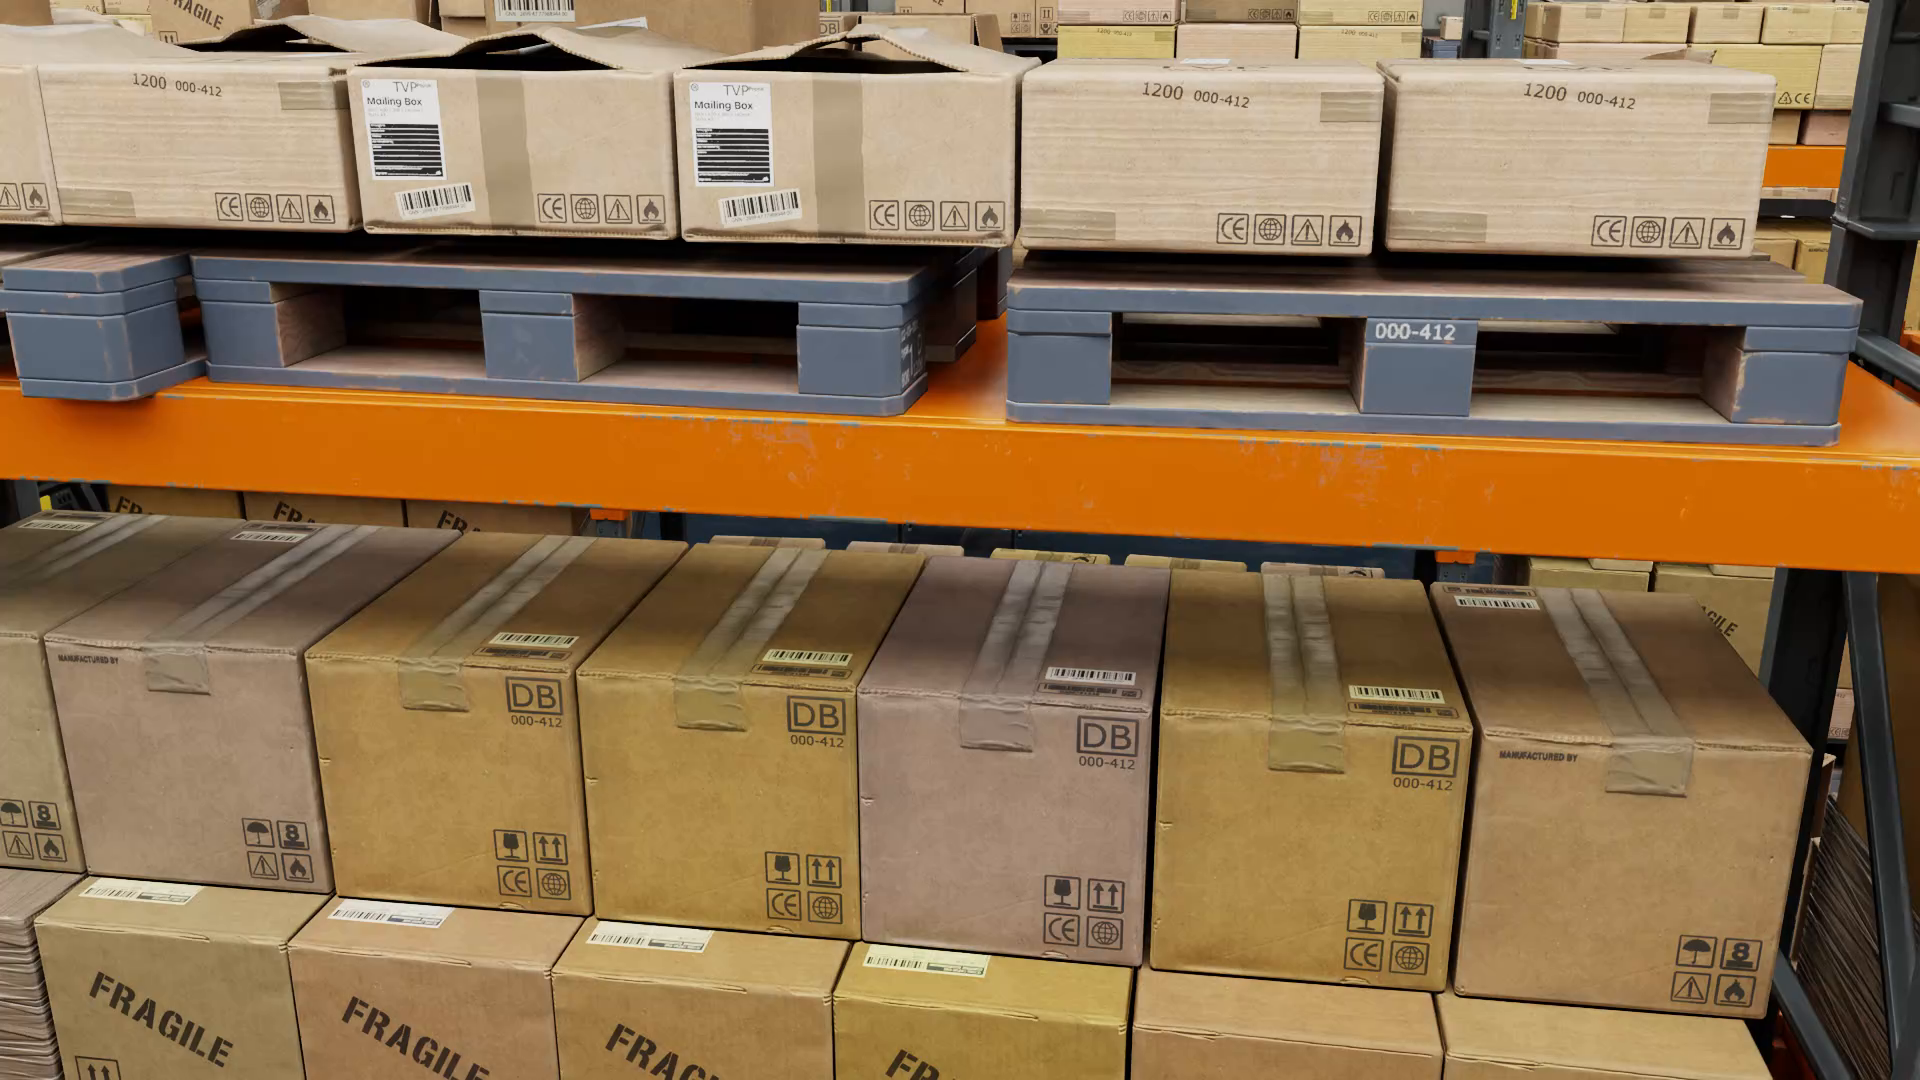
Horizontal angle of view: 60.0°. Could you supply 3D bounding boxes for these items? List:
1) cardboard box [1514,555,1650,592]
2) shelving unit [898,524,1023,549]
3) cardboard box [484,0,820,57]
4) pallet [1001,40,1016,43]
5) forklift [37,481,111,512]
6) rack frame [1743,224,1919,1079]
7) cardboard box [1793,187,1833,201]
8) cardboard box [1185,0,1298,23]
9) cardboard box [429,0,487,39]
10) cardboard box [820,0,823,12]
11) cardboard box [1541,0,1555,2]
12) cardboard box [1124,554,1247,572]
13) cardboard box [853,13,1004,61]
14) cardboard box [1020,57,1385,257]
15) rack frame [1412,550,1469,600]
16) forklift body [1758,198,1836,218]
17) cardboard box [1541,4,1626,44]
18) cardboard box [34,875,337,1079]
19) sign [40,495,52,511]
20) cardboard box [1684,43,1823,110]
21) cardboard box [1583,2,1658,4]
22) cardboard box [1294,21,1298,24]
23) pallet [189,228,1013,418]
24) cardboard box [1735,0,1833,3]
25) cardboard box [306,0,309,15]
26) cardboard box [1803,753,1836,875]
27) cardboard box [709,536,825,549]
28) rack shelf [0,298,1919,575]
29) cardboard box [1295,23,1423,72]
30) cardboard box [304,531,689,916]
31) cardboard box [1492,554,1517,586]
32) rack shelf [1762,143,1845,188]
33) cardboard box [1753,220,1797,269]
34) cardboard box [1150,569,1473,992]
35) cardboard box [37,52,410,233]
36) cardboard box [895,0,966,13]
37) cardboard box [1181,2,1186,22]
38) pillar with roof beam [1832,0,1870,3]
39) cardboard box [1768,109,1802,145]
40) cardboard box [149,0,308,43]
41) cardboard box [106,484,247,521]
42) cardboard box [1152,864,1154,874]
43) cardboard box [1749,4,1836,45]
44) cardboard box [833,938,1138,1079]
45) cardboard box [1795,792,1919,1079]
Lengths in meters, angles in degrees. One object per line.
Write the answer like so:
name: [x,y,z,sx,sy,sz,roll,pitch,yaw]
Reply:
cardboard box: [2.851,0.291,7.695,0.500,0.500,0.500,4,19,11]
shelving unit: [0.007,-0.711,10.564,0.755,1.500,0.431,3,19,9]
cardboard box: [-0.563,-0.934,3.164,0.500,0.500,0.500,3,19,9]
pallet: [-0.170,-3.656,12.571,1.003,0.211,1.213,4,19,11]
forklift: [-3.359,-0.003,6.192,3.031,2.935,1.130,4,19,11]
rack frame: [1.626,0.984,3.136,0.127,3.000,1.000,3,19,9]
cardboard box: [5.912,-2.417,11.652,0.250,0.149,0.380,3,19,9]
cardboard box: [1.304,-2.537,7.716,0.500,0.250,0.500,3,19,7]
cardboard box: [-2.034,-2.416,7.744,0.637,0.503,0.797,2,19,5]
cardboard box: [-1.174,-4.115,12.787,0.250,0.149,0.380,2,19,7]
cardboard box: [3.878,-3.636,11.536,0.500,0.311,0.500,3,19,10]
cardboard box: [1.083,0.414,8.318,0.625,0.372,0.950,4,19,12]
cardboard box: [-0.128,-2.177,7.692,0.637,0.503,0.797,3,19,9]
cardboard box: [0.372,-0.607,2.581,0.500,0.250,0.500,3,19,8]
rack frame: [2.311,-0.572,7.786,0.127,3.000,1.000,3,19,9]
forklift body: [4.883,-1.047,10.544,1.214,2.155,2.313,3,19,9]
cardboard box: [2.571,-2.136,6.870,0.250,0.149,0.380,3,19,8]
cardboard box: [-1.421,0.867,3.327,0.500,0.500,0.500,3,19,8]
sign: [-2.239,0.059,4.074,0.005,0.325,0.100,3,19,9]
cardboard box: [3.213,-1.934,6.895,0.500,0.250,0.500,3,19,8]
cardboard box: [2.928,-2.317,7.413,0.250,0.149,0.380,2,19,7]
cardboard box: [1.798,-2.278,7.730,0.500,0.250,0.500,2,19,7]
pallet: [-0.575,-0.479,3.079,1.213,0.211,1.003,4,19,11]
cardboard box: [5.573,-3.671,11.344,0.500,0.500,0.700,3,19,9]
cardboard box: [-5.340,-4.210,12.909,0.500,0.250,0.500,3,19,9]
cardboard box: [3.153,1.092,6.747,0.500,0.500,0.500,-15,24,-38]
cardboard box: [-1.082,0.305,8.643,0.625,0.372,0.950,2,19,5]
rack shelf: [-0.349,-0.198,3.075,4.000,0.370,1.077,3,19,9]
cardboard box: [1.712,-2.107,7.219,0.500,0.250,0.500,3,19,8]
cardboard box: [-0.875,0.337,3.336,0.500,0.500,0.700,3,19,8]
cardboard box: [2.938,0.123,8.199,0.500,0.500,0.500,3,19,8]
rack shelf: [4.286,-1.553,7.123,4.000,0.370,1.077,3,19,9]
cardboard box: [3.212,-1.112,7.198,0.500,0.500,0.700,3,19,9]
cardboard box: [0.627,0.414,3.106,0.500,0.500,0.700,3,19,8]
cardboard box: [-1.149,-0.685,2.813,0.500,0.250,0.500,3,19,10]
cardboard box: [-0.178,-3.932,12.124,0.500,0.500,0.500,3,19,9]
cardboard box: [1.584,-3.753,11.886,0.500,0.311,0.500,2,19,7]
pillar with roof beam: [5.817,-3.740,7.798,0.400,9.000,9.100,3,19,9]
cardboard box: [3.333,-1.749,6.973,0.250,0.149,0.380,3,19,10]
cardboard box: [-3.424,-2.440,7.823,0.500,0.500,0.500,3,19,9]
cardboard box: [-4.069,-0.117,9.113,0.875,0.875,0.875,3,19,10]
cardboard box: [0.651,0.800,3.526,0.500,0.500,0.500,3,19,9]
cardboard box: [3.346,-2.094,6.746,0.250,0.149,0.380,3,19,8]
cardboard box: [0.070,0.943,3.100,0.500,0.500,0.500,3,19,9]
cardboard box: [1.992,0.927,3.068,0.550,0.550,0.875,3,19,9]
